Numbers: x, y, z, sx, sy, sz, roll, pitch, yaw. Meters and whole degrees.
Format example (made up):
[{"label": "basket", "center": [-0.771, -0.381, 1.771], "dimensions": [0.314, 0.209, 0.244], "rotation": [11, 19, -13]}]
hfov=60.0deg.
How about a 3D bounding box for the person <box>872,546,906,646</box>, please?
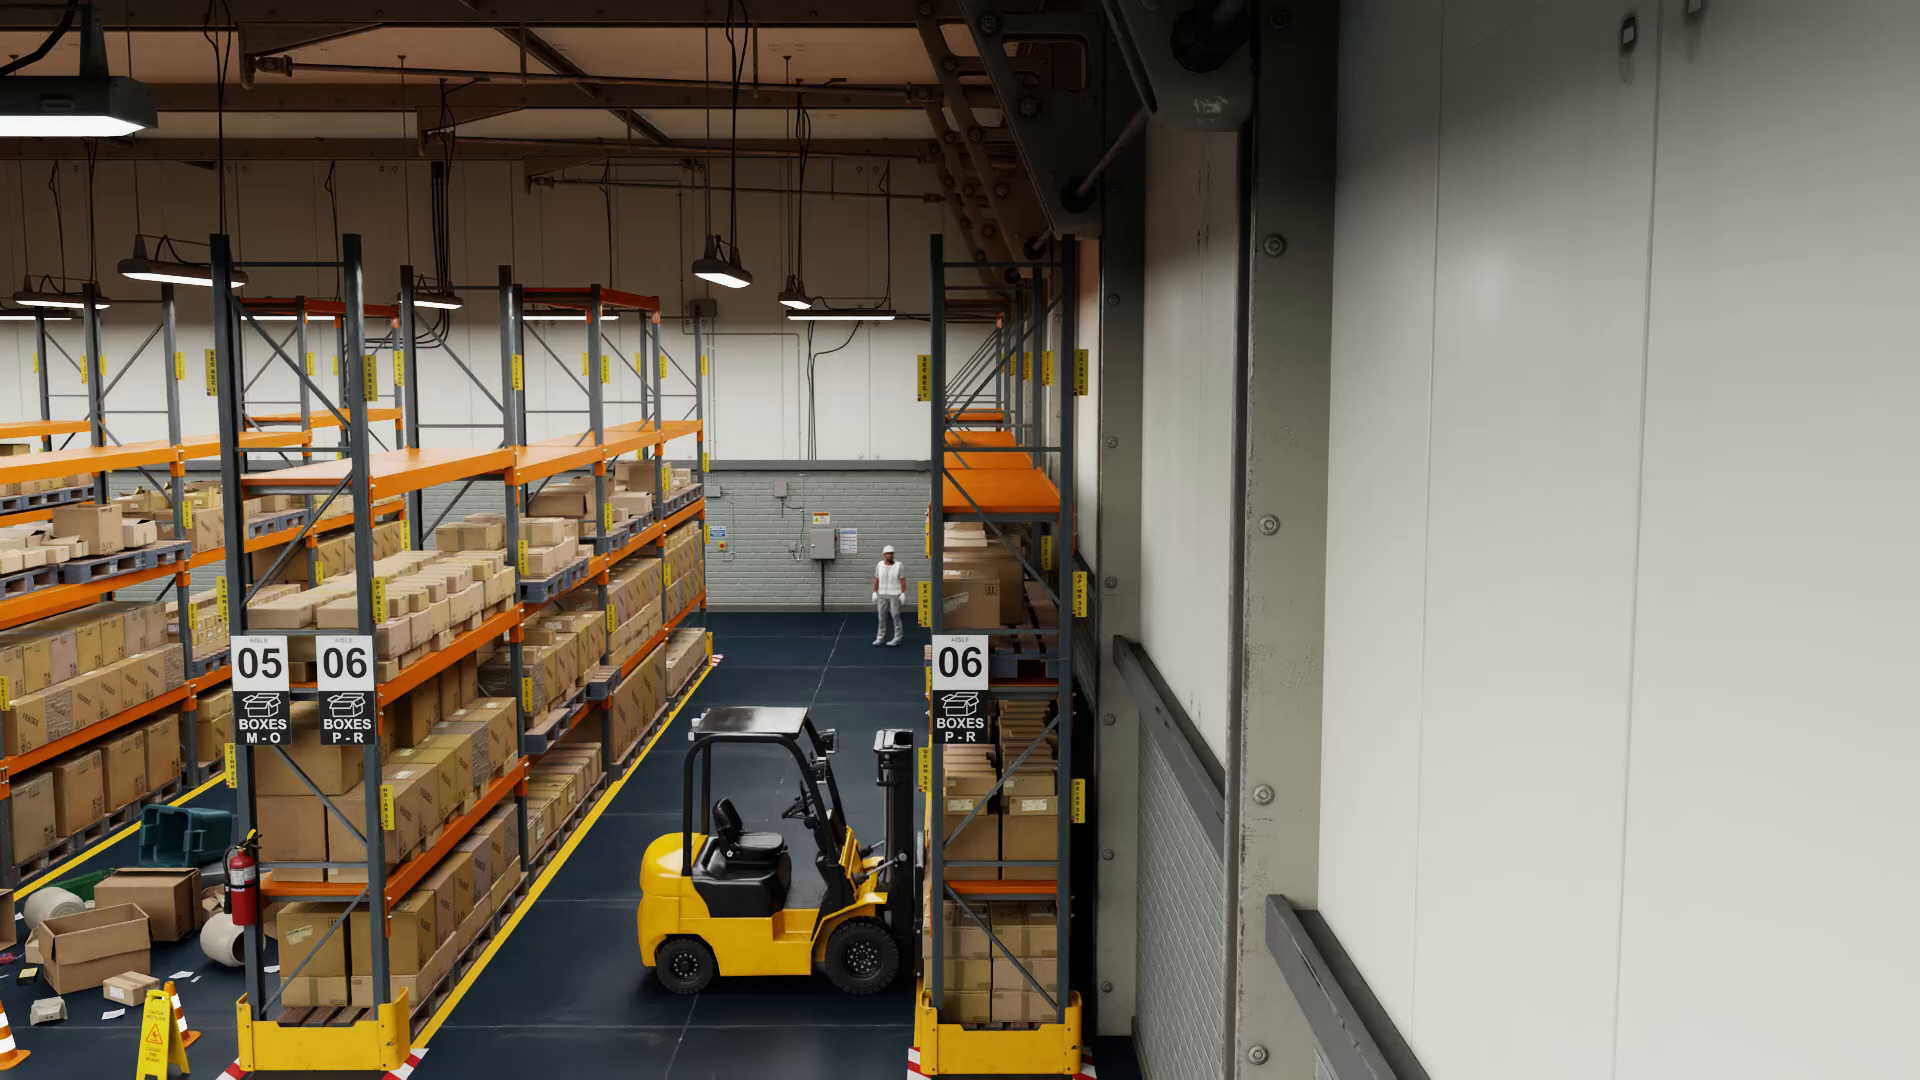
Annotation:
[{"label": "person", "center": [-1.256, 0.991, 29.758], "dimensions": [0.592, 1.790, 0.427], "rotation": [3, 7, 28]}]
